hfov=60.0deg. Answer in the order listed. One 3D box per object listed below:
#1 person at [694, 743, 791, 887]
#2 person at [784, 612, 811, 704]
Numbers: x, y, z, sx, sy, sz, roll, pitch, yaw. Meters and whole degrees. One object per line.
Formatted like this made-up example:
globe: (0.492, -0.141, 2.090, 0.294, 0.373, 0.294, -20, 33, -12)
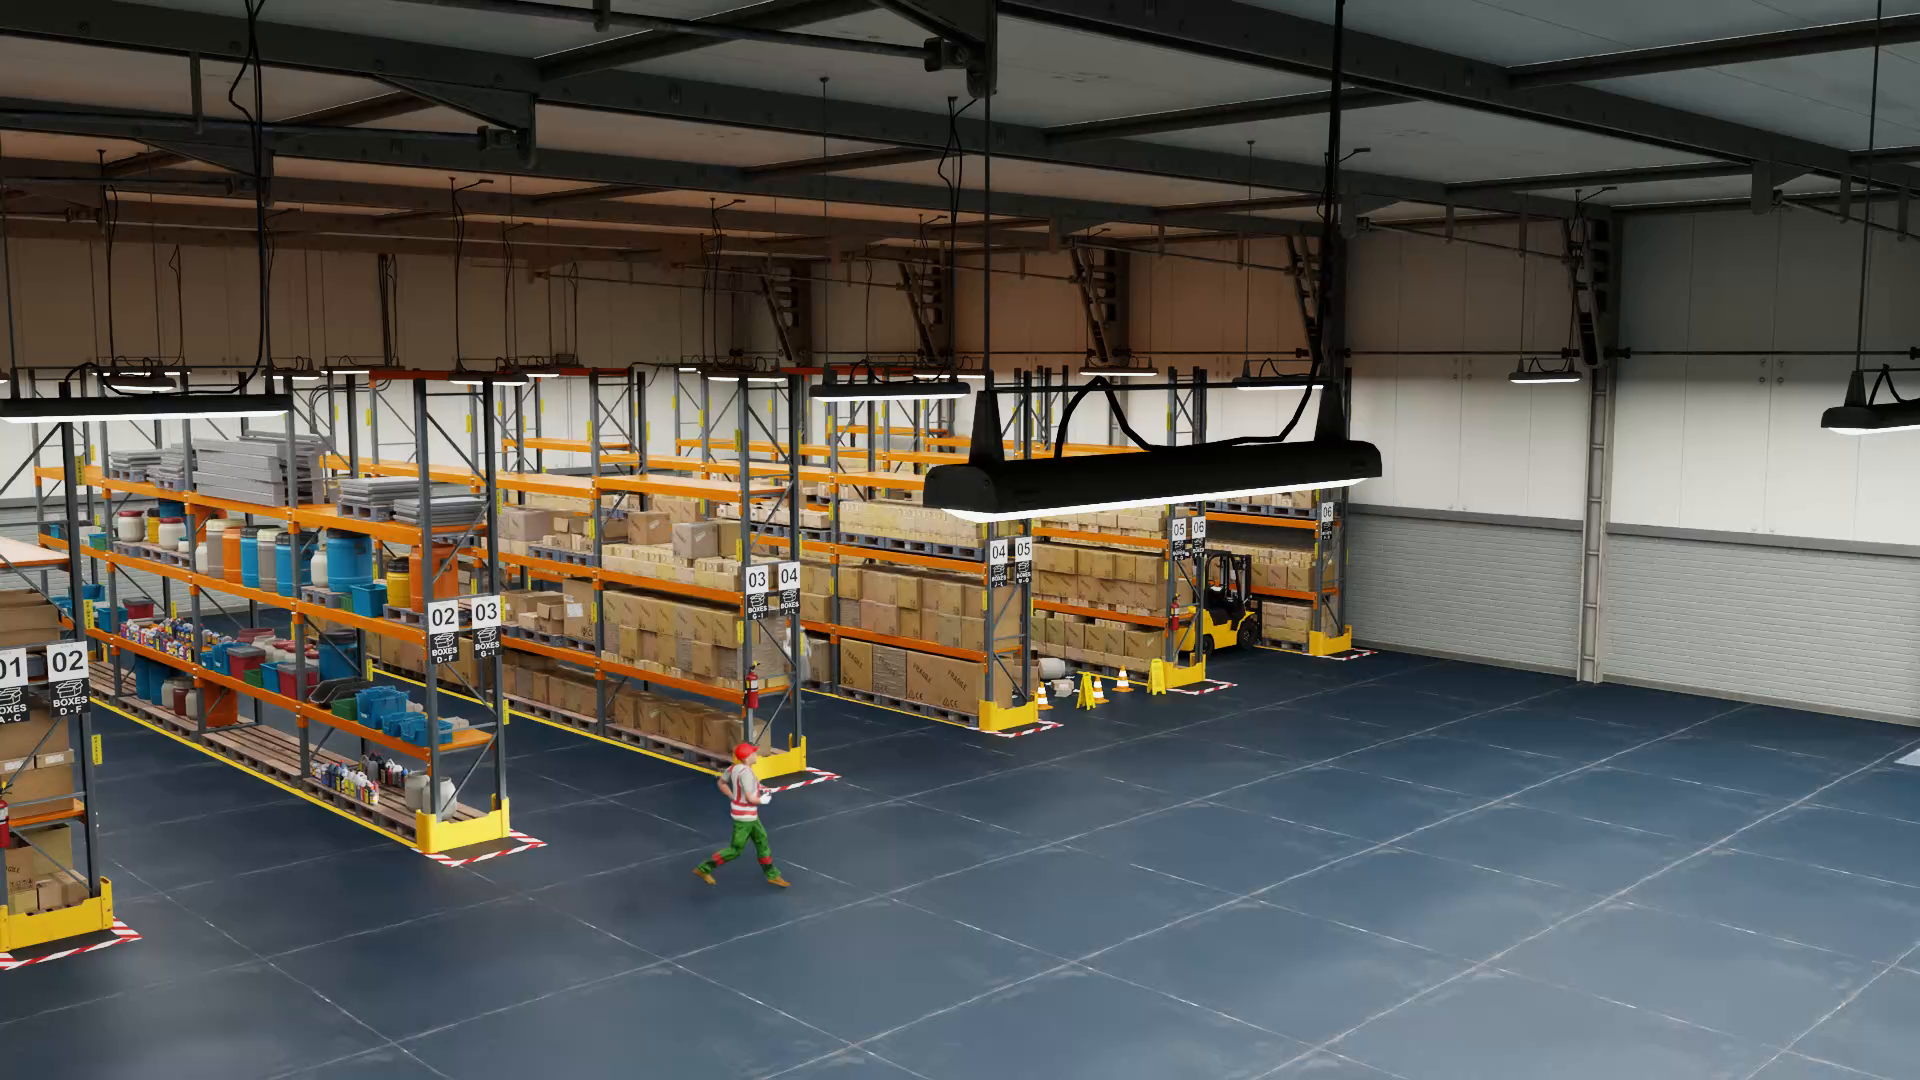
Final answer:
person: (-2.541, 3.262, 19.418, 1.155, 1.795, 0.622, -2, 7, -14)
person: (-2.970, 2.115, 30.157, 0.620, 1.670, 0.501, -6, 9, -44)
